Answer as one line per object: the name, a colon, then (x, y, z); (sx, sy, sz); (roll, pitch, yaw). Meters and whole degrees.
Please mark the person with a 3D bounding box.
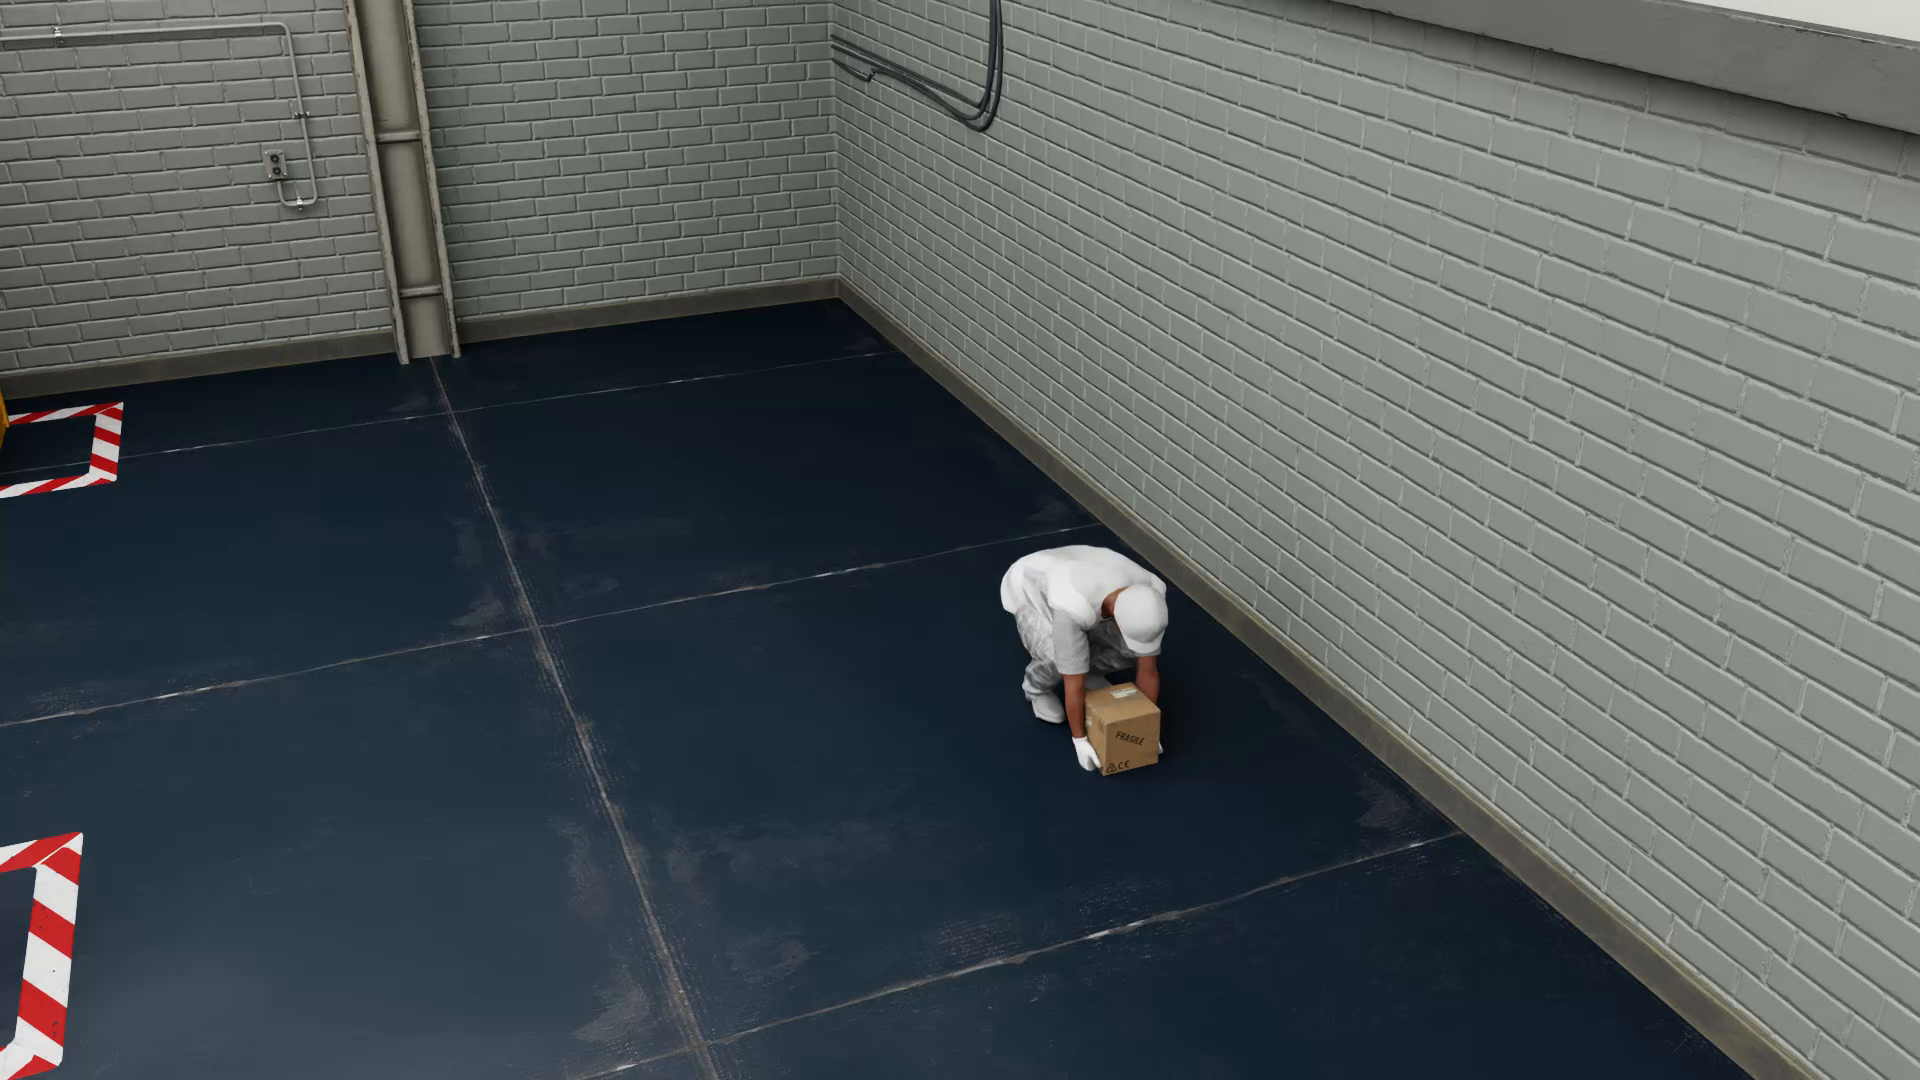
person: (0.547, 0.427, 6.935); (0.555, 0.850, 0.957); (-11, 28, -22)
